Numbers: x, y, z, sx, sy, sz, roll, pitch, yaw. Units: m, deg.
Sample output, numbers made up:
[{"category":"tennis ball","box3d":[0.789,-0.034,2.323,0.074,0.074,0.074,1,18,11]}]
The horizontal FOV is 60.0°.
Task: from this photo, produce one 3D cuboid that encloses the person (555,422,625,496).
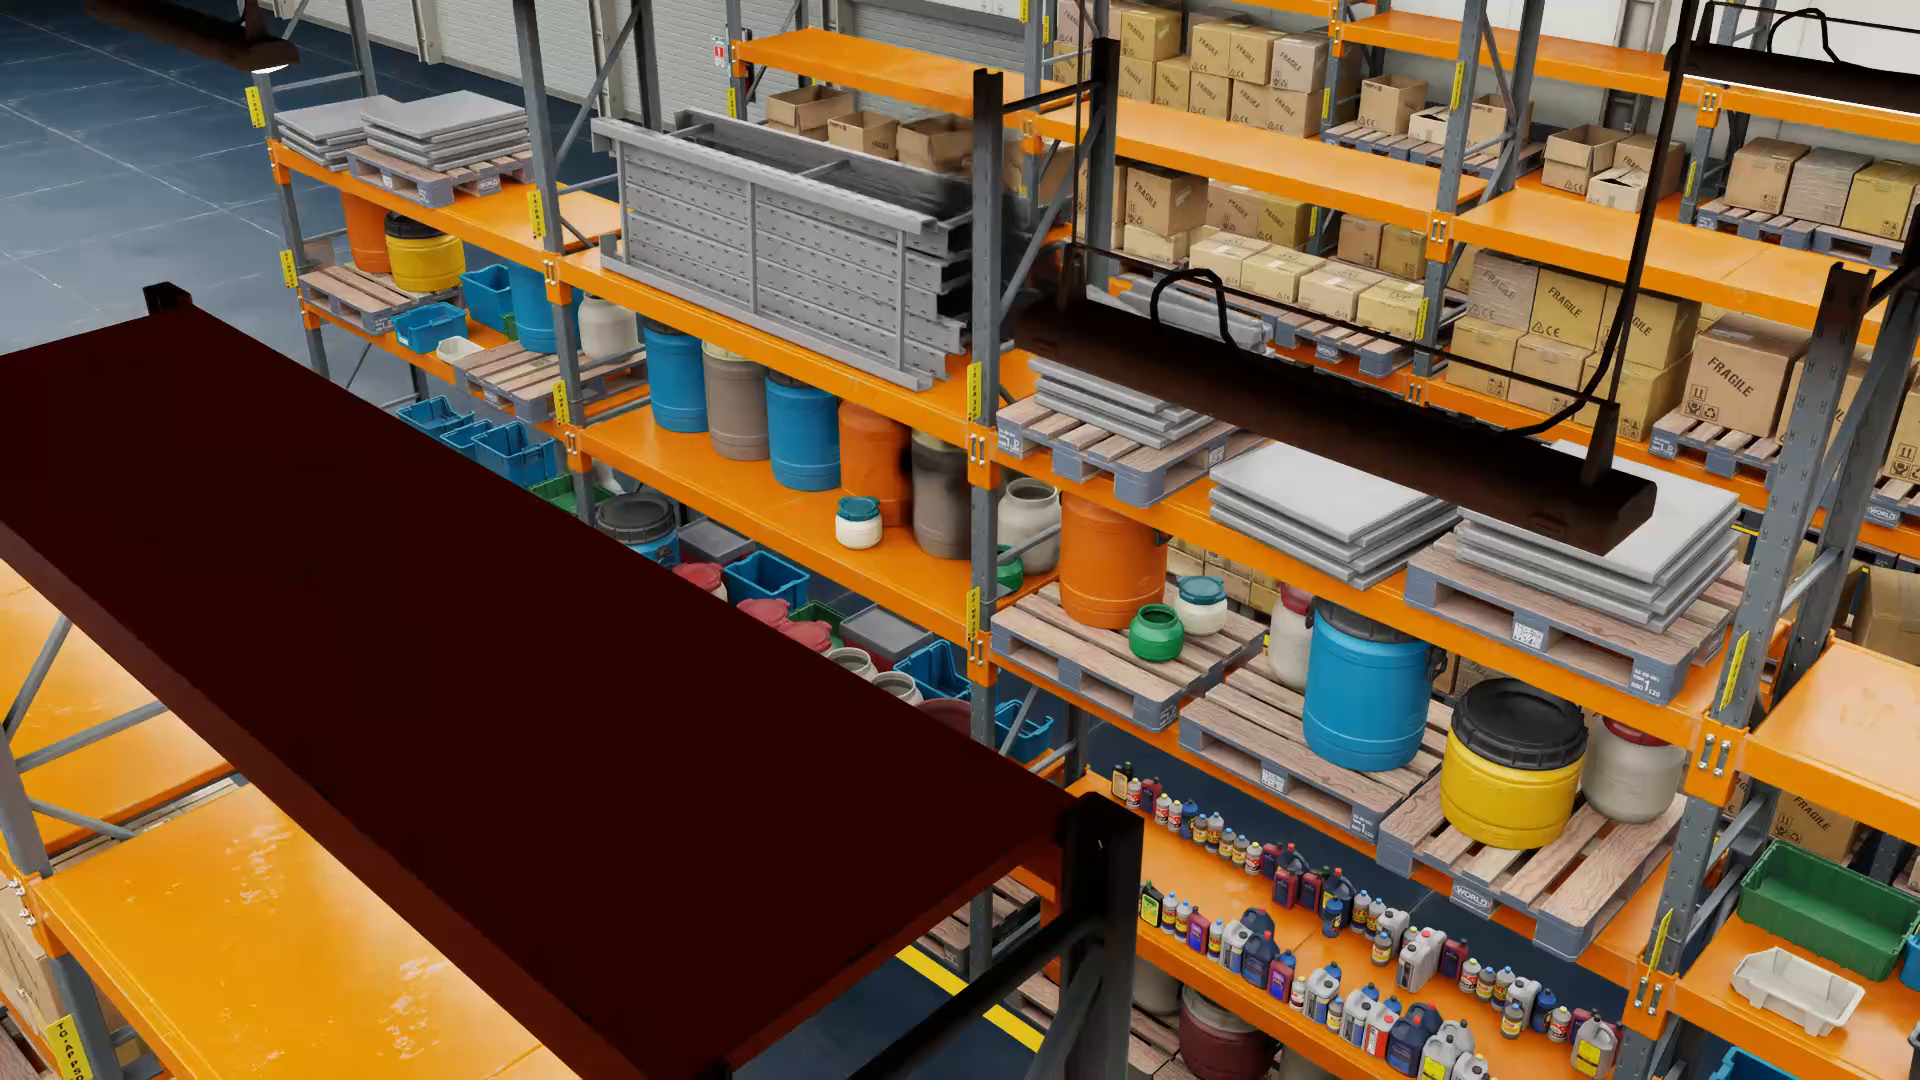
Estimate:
[{"category":"person","box3d":[-3.551,-0.853,15.903,0.959,1.795,0.650,14,32,24]}]
